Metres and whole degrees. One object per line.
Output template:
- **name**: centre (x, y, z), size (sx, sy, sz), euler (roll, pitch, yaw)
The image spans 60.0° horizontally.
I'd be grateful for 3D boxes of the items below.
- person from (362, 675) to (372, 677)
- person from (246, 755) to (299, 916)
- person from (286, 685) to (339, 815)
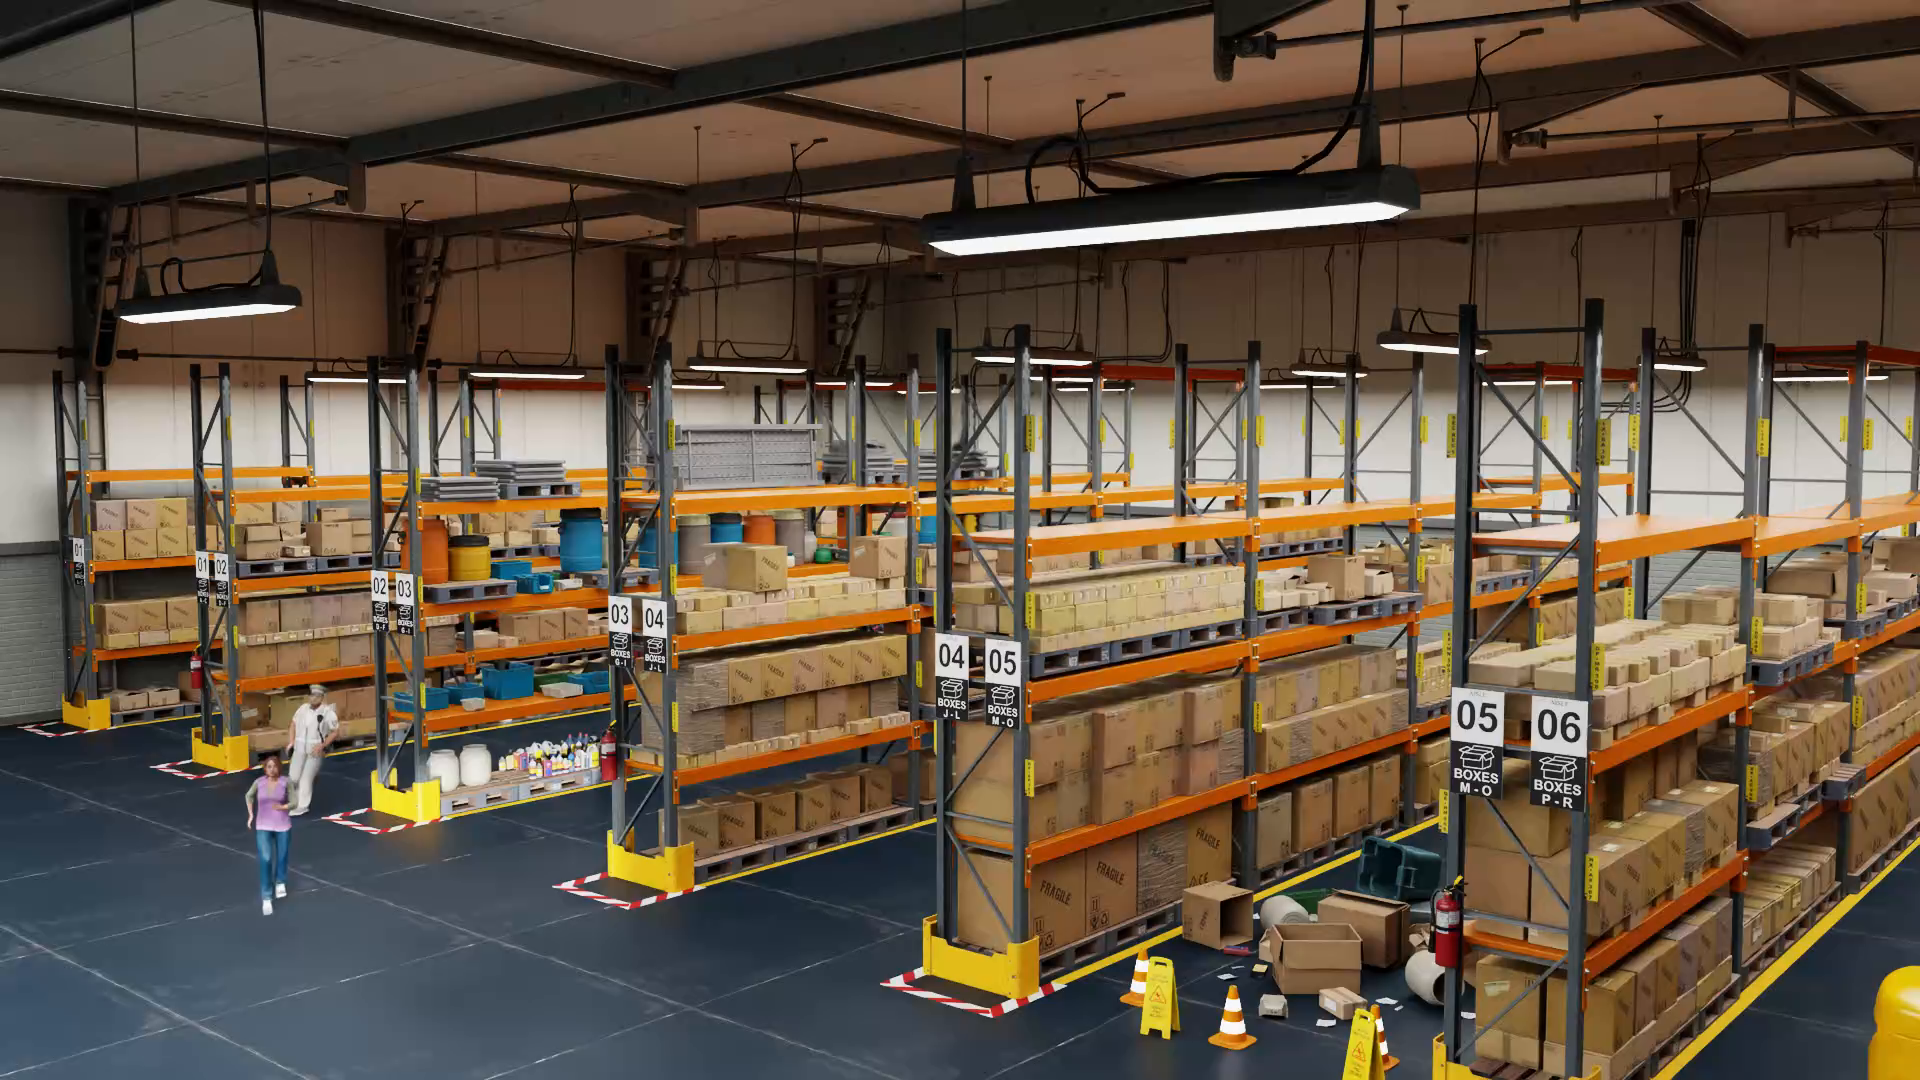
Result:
- **person**: centre (-10.057, 2.283, 28.470), size (0.545, 1.655, 0.561), euler (4, 6, 44)
- **person**: centre (-7.272, 3.095, 17.604), size (0.509, 1.638, 0.730), euler (-2, 5, -24)
- **person**: centre (-8.496, 2.741, 21.755), size (0.700, 1.707, 0.539), euler (0, 4, 0)
